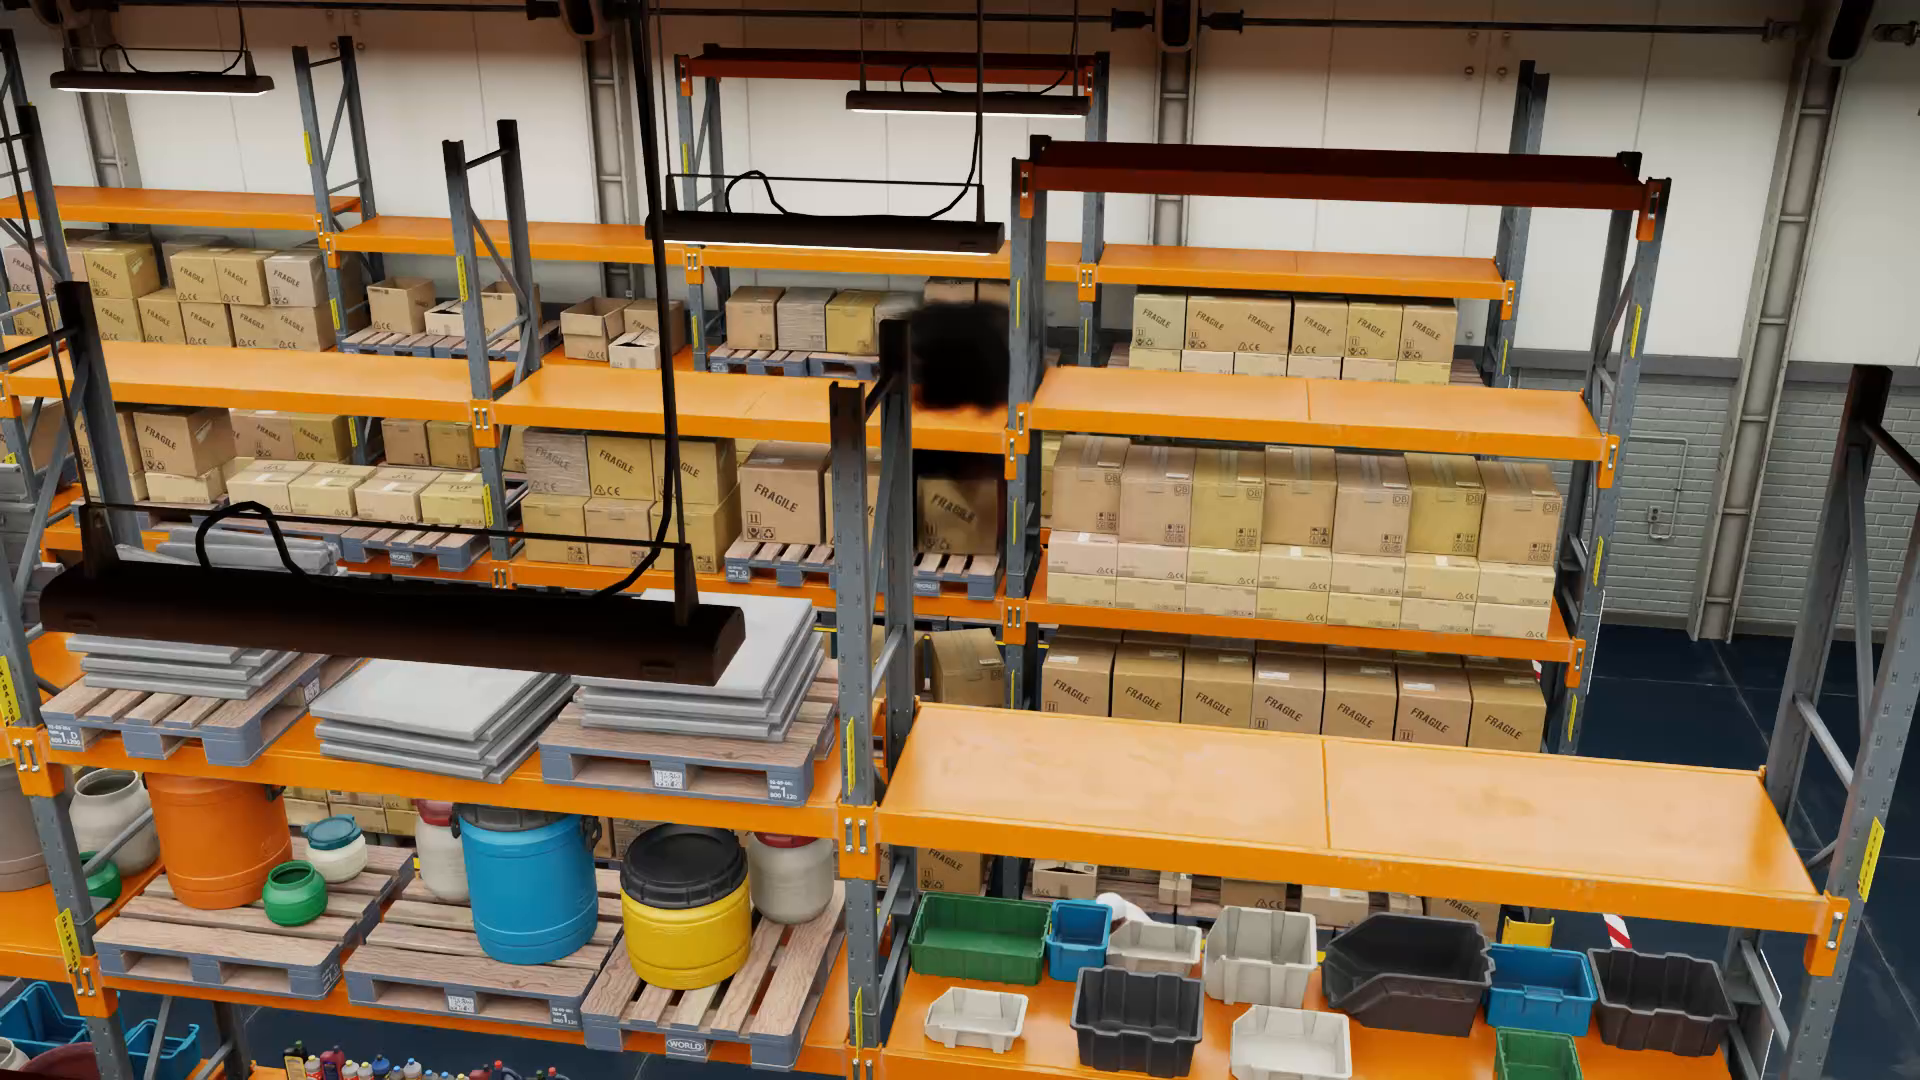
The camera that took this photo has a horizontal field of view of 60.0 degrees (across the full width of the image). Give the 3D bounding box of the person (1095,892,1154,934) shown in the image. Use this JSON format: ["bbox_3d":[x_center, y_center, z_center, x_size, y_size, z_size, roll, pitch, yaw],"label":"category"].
[{"bbox_3d":[1.412,3.017,11.311,1.174,1.563,0.680,-5,24,-12],"label":"person"}]
